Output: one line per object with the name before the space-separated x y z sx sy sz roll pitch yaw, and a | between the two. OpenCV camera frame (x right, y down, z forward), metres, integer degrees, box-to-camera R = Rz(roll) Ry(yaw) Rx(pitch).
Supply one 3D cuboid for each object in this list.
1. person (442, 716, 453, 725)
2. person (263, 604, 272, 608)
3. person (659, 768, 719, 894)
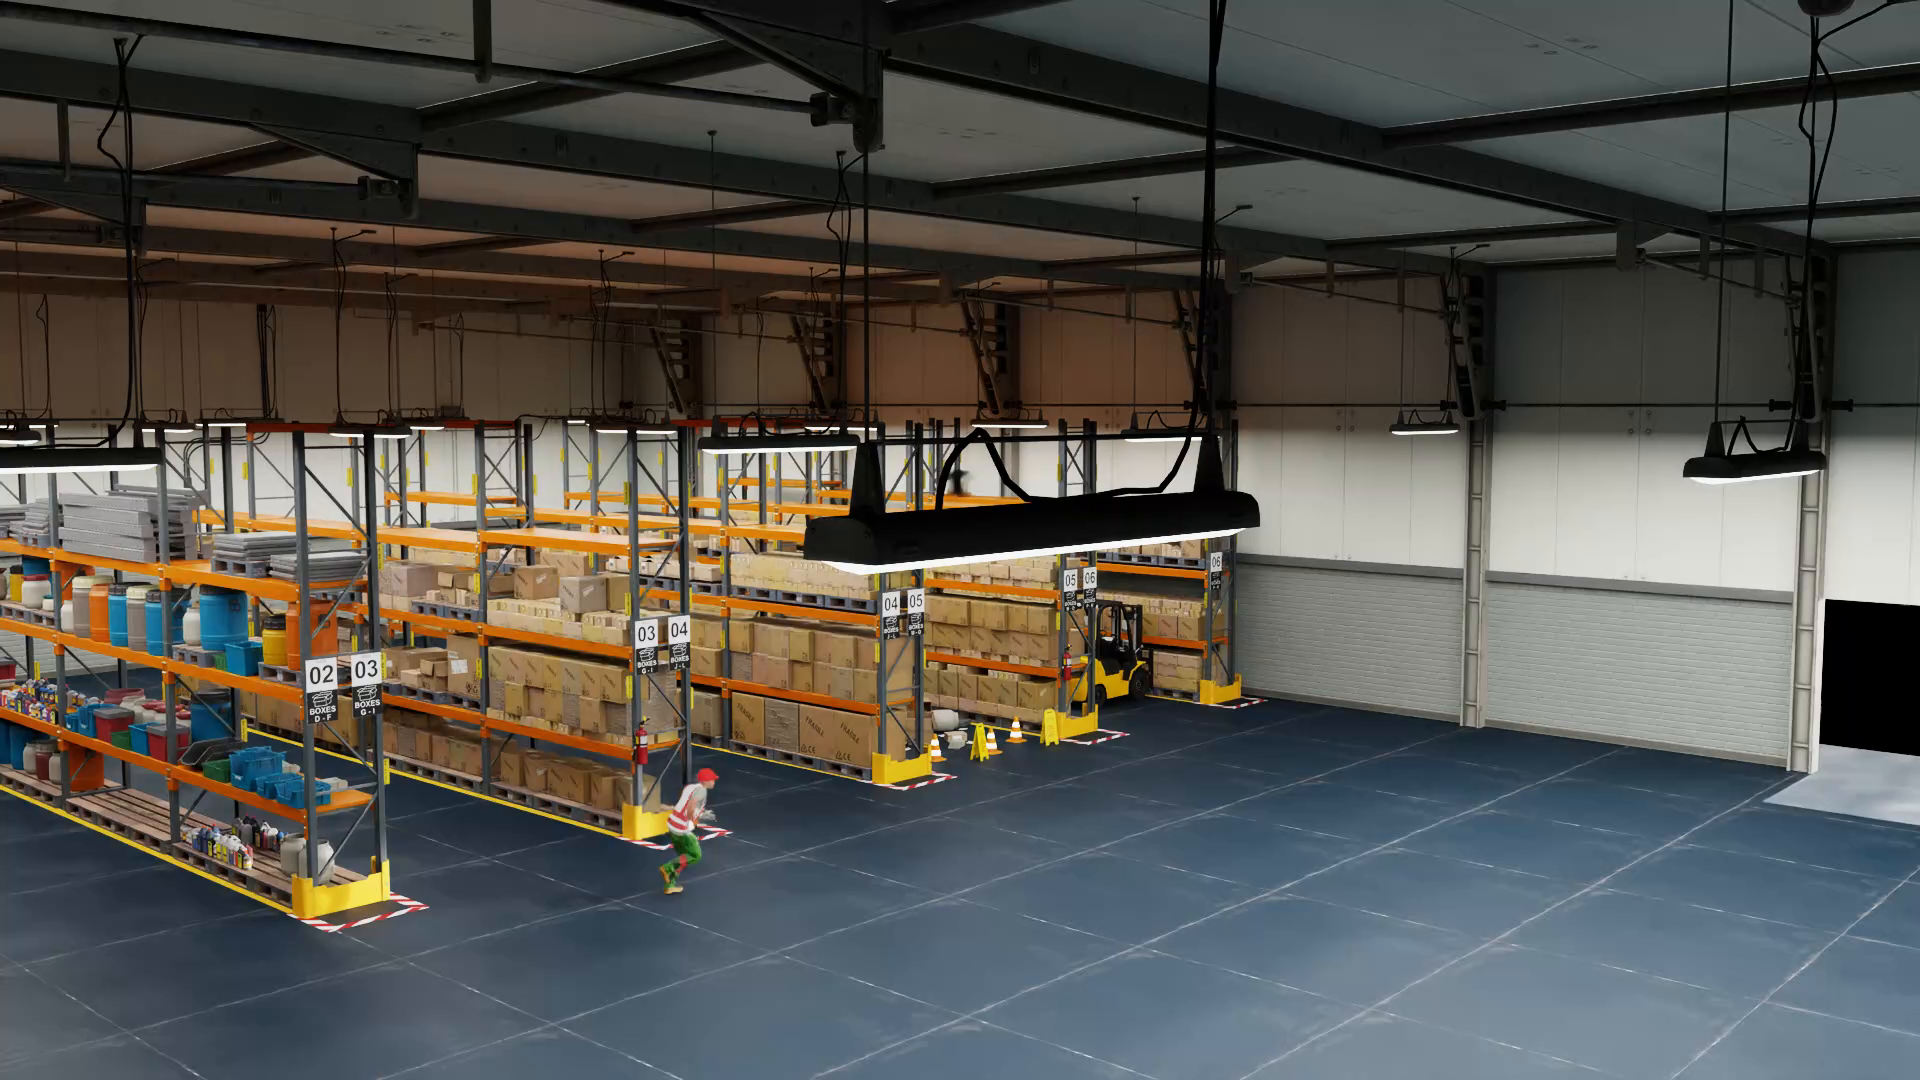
person | -9.786 2.970 32.104 0.965 1.501 0.725 1 5 8
person | -16.225 2.314 39.059 0.895 1.658 0.643 3 5 29
person | -3.500 3.780 21.543 0.833 1.590 0.699 -2 5 -27
